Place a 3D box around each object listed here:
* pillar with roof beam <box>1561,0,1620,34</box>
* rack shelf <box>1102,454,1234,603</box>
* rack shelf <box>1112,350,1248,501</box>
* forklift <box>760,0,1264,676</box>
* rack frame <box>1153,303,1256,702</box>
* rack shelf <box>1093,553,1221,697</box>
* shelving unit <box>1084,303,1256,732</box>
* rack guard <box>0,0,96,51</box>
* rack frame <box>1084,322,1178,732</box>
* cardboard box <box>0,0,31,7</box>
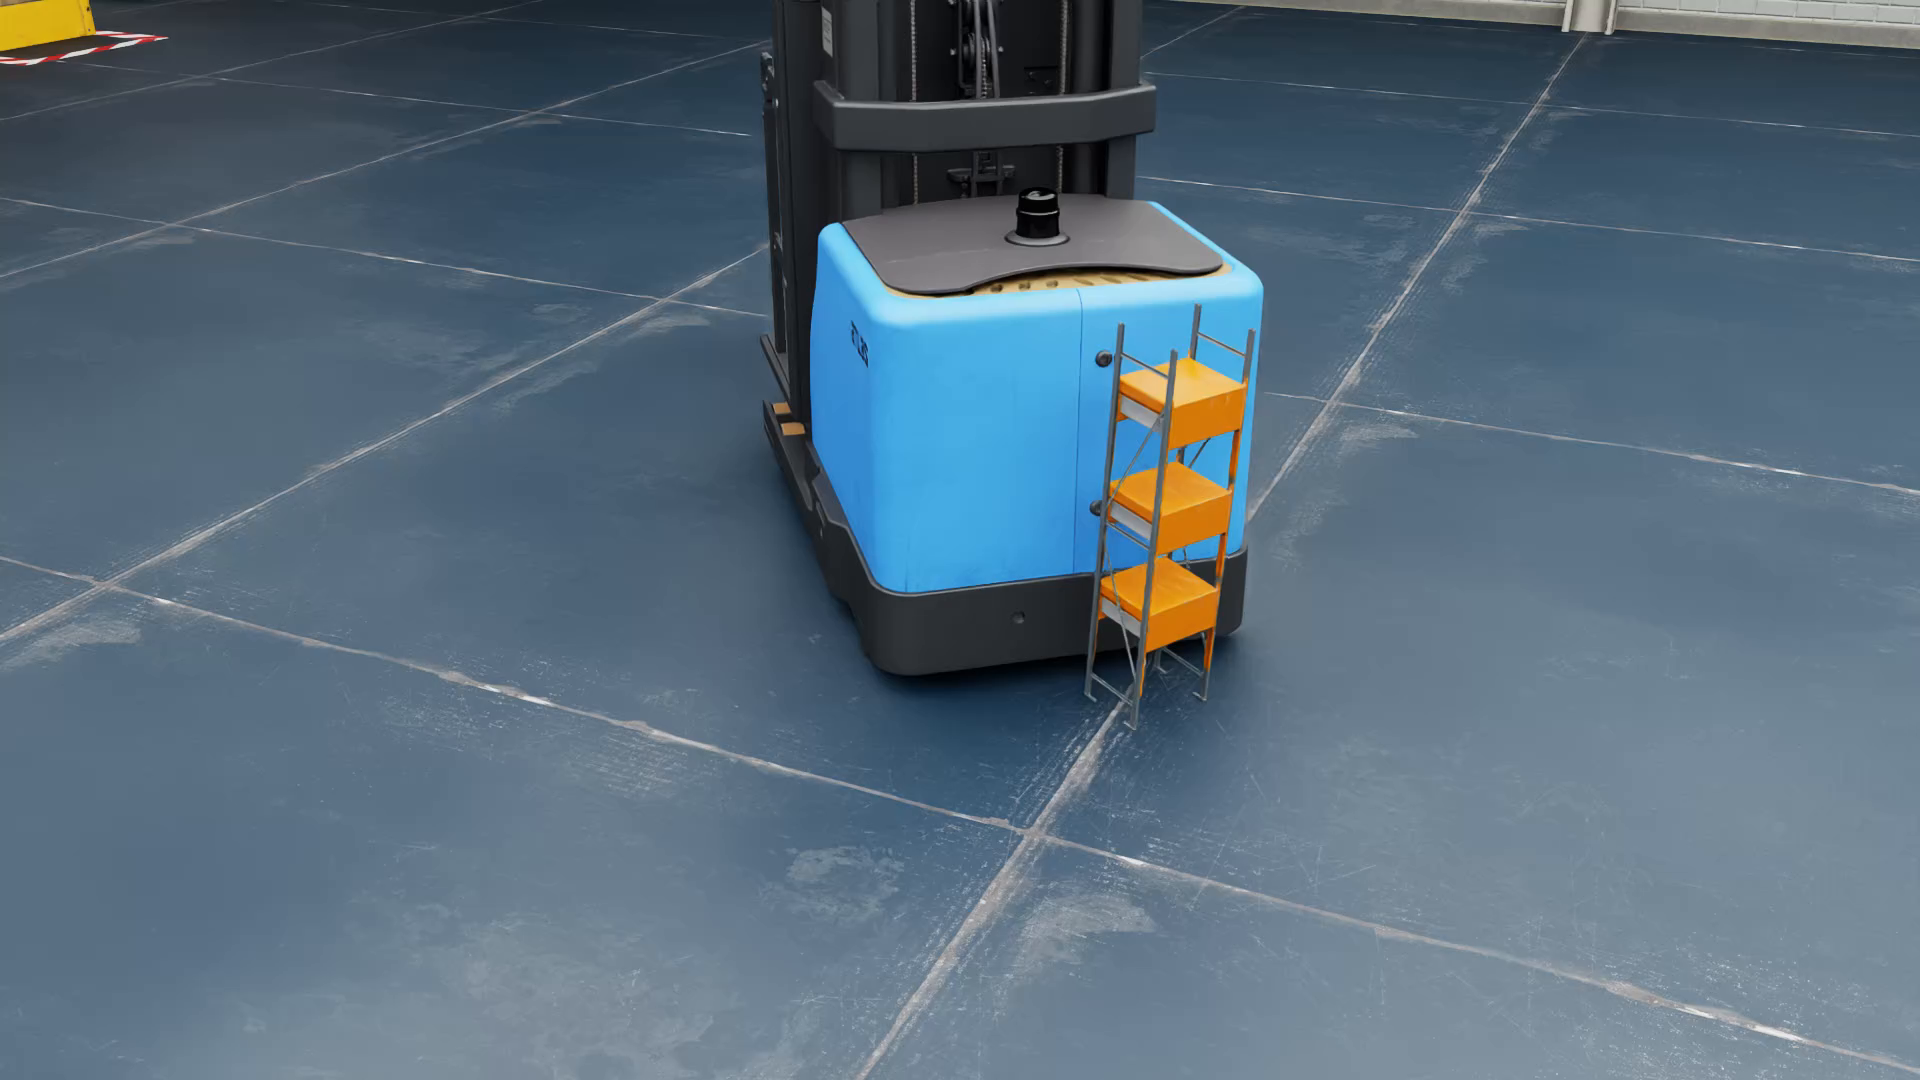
[{"bbox_3d":[3.478,-6.576,8.419,0.400,9.000,9.100,11,28,22],"label":"pillar with roof beam"},{"bbox_3d":[0.507,-0.031,4.134,0.240,0.259,0.215,-18,35,-32],"label":"rack shelf"},{"bbox_3d":[0.518,-0.278,3.994,0.240,0.259,0.215,-18,35,-32],"label":"rack shelf"},{"bbox_3d":[-0.073,-1.588,5.158,1.130,2.935,3.031,-6,27,-13],"label":"forklift"},{"bbox_3d":[0.607,-0.072,4.193,0.008,1.050,0.200,-18,35,-32],"label":"rack frame"},{"bbox_3d":[0.497,0.211,4.270,0.240,0.259,0.215,-18,35,-32],"label":"rack shelf"},{"bbox_3d":[0.508,-0.041,4.128,0.252,1.050,0.215,-18,35,-32],"label":"shelving unit"},{"bbox_3d":[-7.523,-4.216,13.247,0.348,0.500,1.175,11,28,22],"label":"rack guard"},{"bbox_3d":[0.409,-0.009,4.064,0.008,1.050,0.200,-18,35,-32],"label":"rack frame"},{"bbox_3d":[-8.074,-4.537,13.706,0.500,0.250,0.500,11,28,21],"label":"cardboard box"}]
